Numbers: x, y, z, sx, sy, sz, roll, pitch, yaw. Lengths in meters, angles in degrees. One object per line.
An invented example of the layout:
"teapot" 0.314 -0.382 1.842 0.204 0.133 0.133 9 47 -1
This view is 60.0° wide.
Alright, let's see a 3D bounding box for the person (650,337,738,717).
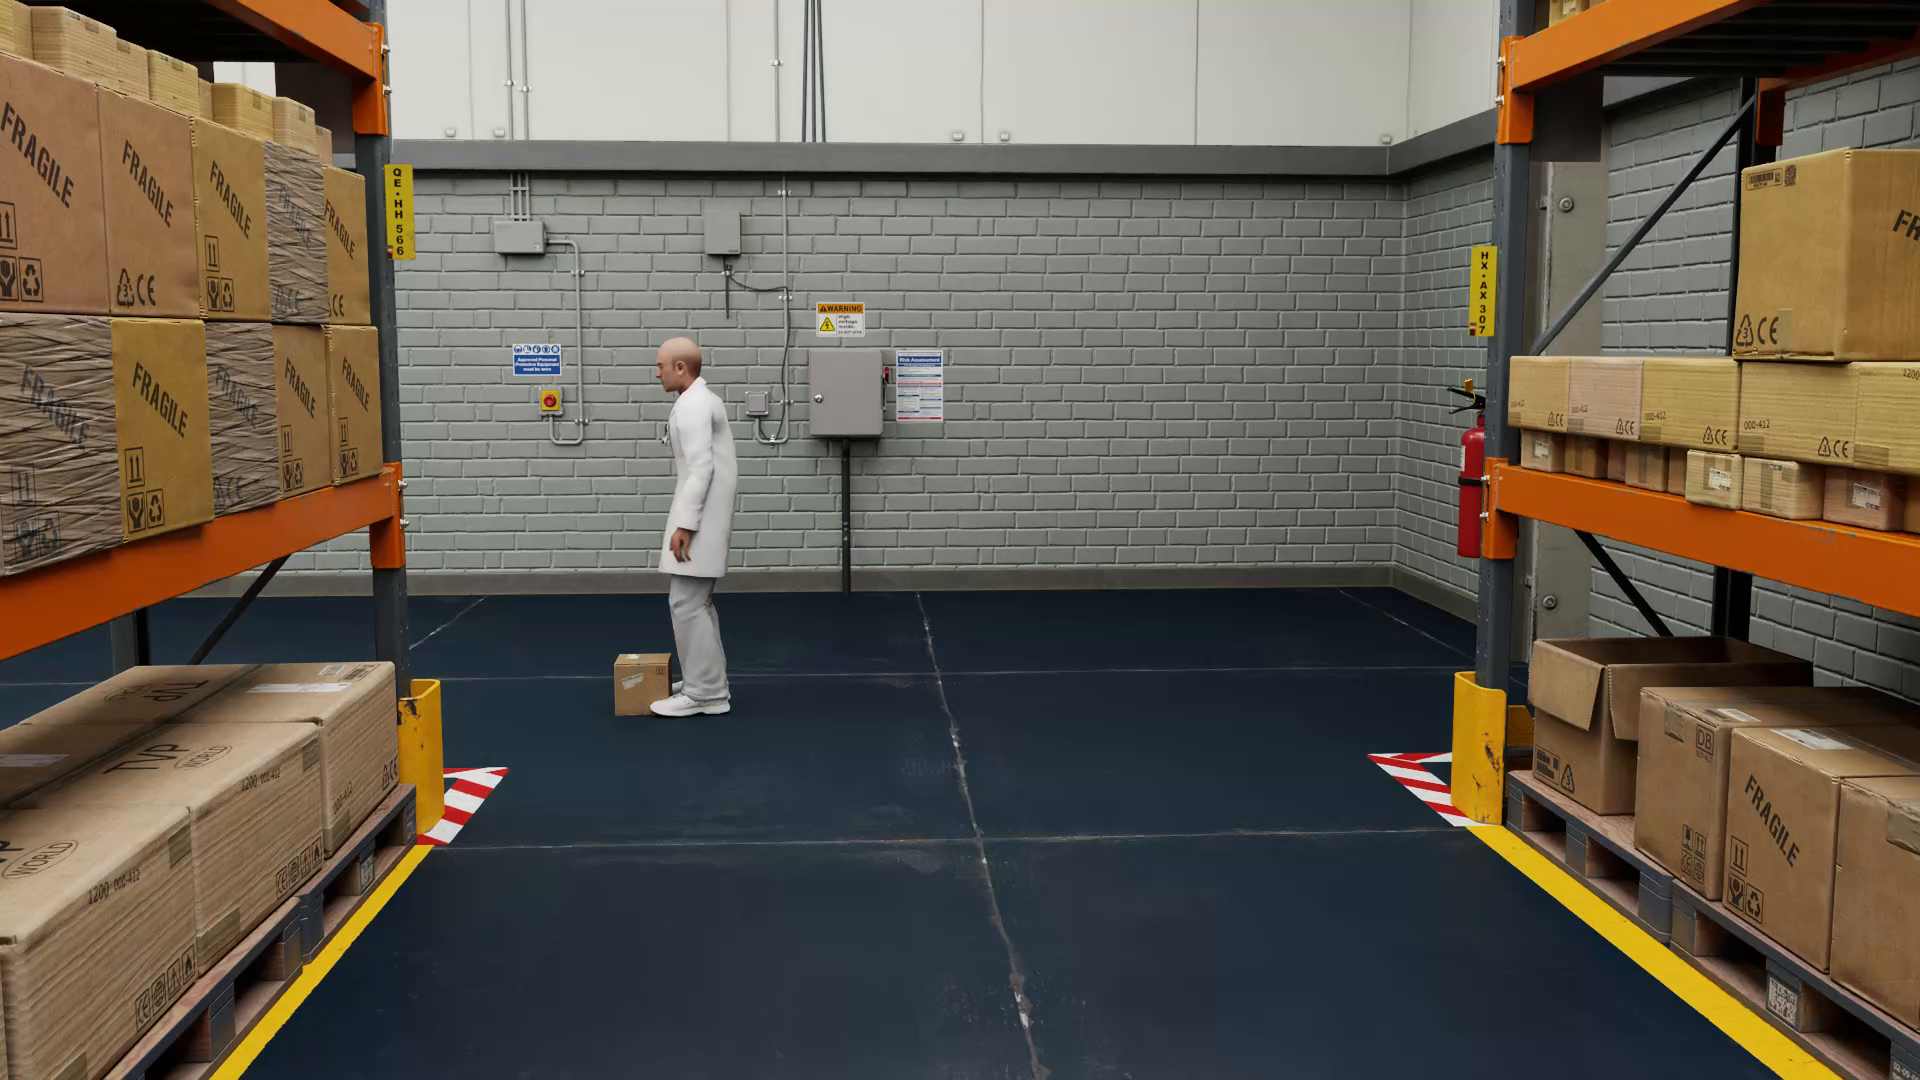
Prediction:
"person" -1.265 -0.070 7.897 0.427 1.773 0.643 0 7 -4
